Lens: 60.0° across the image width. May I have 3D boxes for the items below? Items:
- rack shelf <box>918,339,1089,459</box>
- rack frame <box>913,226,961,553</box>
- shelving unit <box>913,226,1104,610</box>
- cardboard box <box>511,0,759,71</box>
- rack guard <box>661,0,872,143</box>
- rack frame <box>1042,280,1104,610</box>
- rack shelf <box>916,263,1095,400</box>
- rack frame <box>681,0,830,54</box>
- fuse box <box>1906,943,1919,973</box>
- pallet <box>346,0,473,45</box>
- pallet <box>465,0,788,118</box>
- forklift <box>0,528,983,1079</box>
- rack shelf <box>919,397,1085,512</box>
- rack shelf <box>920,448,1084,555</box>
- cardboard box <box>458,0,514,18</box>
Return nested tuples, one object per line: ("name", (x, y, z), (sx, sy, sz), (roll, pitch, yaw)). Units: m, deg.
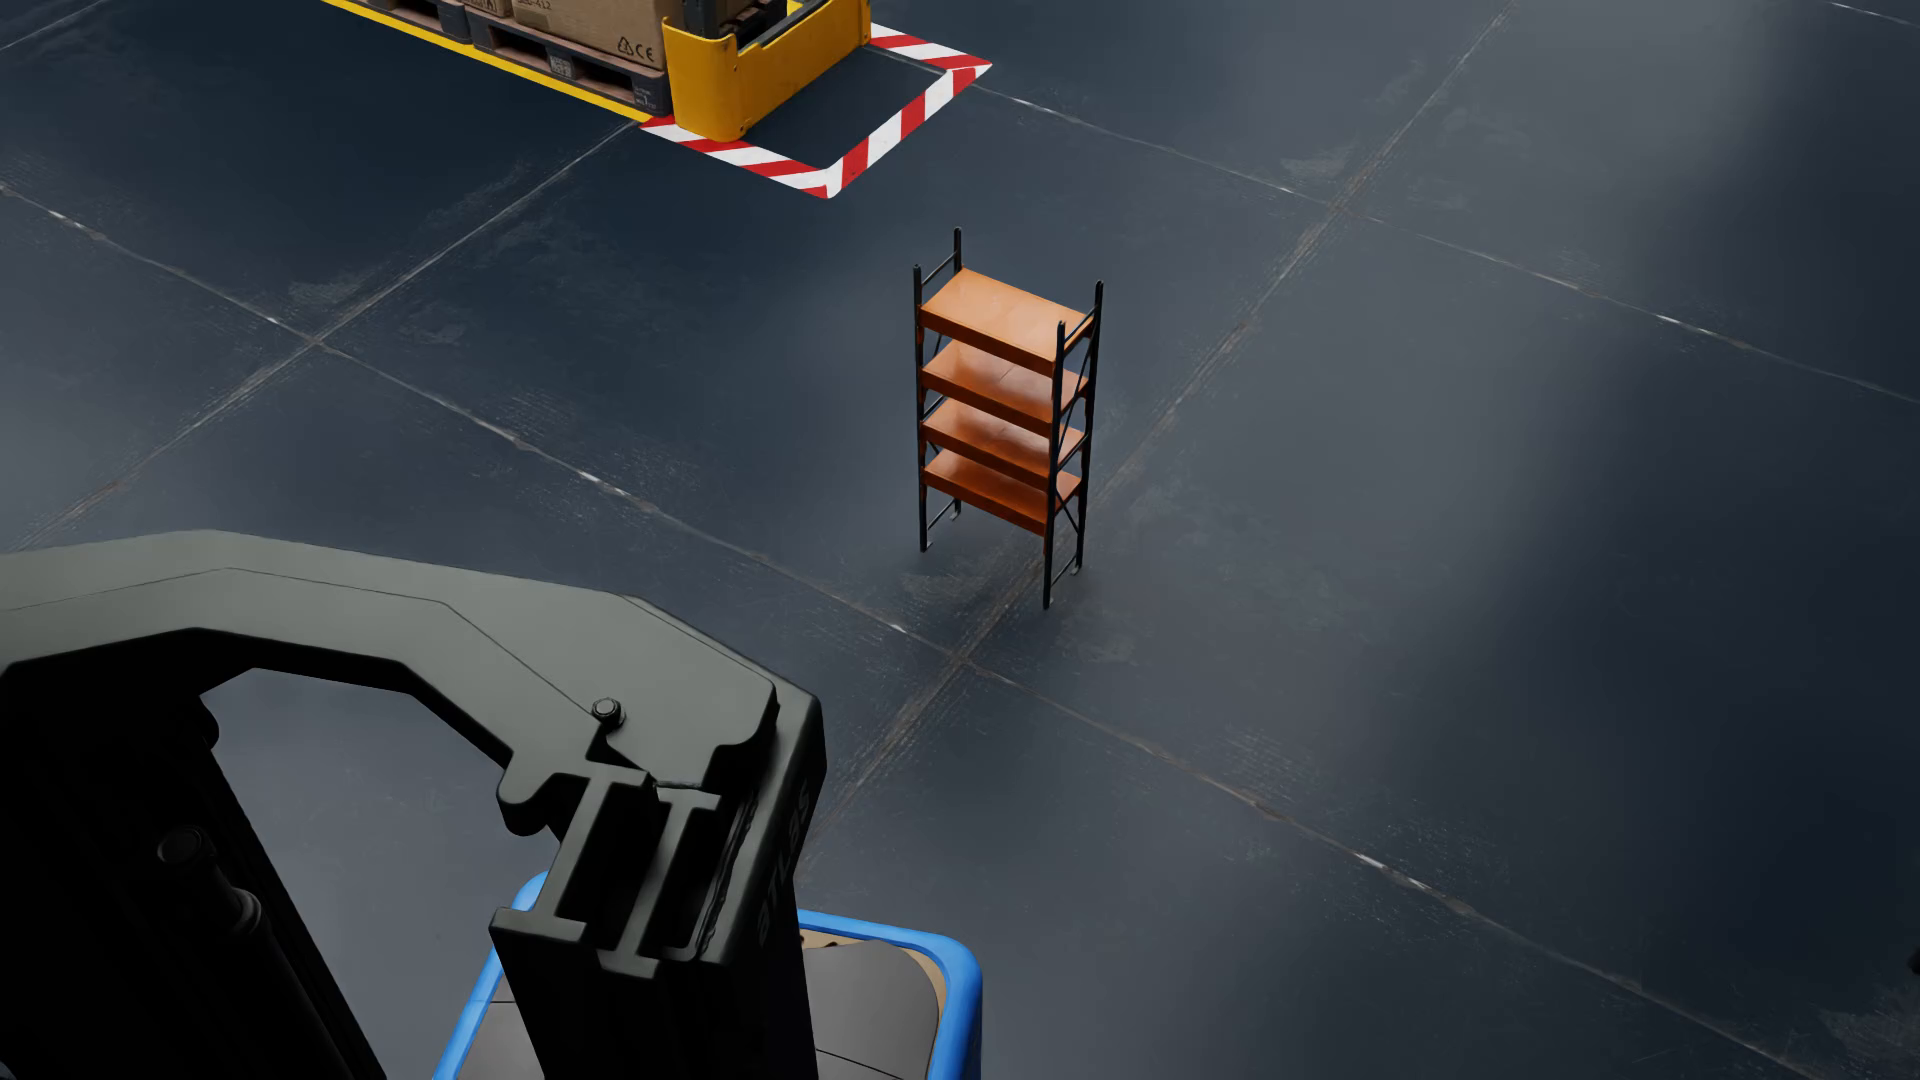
("rack shelf", (0.139, -0.463, 5.145), (0.480, 0.148, 0.258), (25, 51, 22))
("rack frame", (-0.066, -0.449, 5.349), (0.015, 1.200, 0.240), (25, 51, 22))
("shelving unit", (0.139, -0.354, 5.257), (0.503, 1.200, 0.258), (25, 51, 22))
("cardboard box", (-1.497, -2.692, 7.768), (0.875, 0.438, 0.875), (23, 50, 21))
("rack guard", (-0.867, -2.363, 7.698), (0.348, 0.500, 1.175), (25, 51, 22))
("rack frame", (0.345, -0.260, 5.166), (0.015, 1.200, 0.240), (25, 51, 22))
("rack shelf", (0.139, -0.628, 4.976), (0.480, 0.148, 0.258), (25, 51, 22))
("rack frame", (-0.888, -3.244, 6.810), (0.127, 3.000, 1.000), (25, 51, 22))
("fuse box", (2.615, 0.586, 3.987), (0.414, 1.711, 0.539), (25, 51, 22))
("pallet", (-2.626, -3.007, 8.525), (1.213, 0.211, 1.003), (25, 51, 22))
("pallet", (-1.603, -2.534, 8.065), (1.213, 0.211, 1.003), (25, 51, 22))
("forklift", (-0.743, 1.527, 2.222), (1.130, 2.935, 3.031), (9, 46, 8))
("rack shelf", (0.139, -0.307, 5.306), (0.480, 0.148, 0.258), (25, 51, 22))
("rack shelf", (0.139, -0.169, 5.448), (0.480, 0.148, 0.258), (25, 51, 22))
("cardboard box", (-2.272, -3.041, 8.108), (0.875, 0.438, 0.875), (26, 51, 23))
